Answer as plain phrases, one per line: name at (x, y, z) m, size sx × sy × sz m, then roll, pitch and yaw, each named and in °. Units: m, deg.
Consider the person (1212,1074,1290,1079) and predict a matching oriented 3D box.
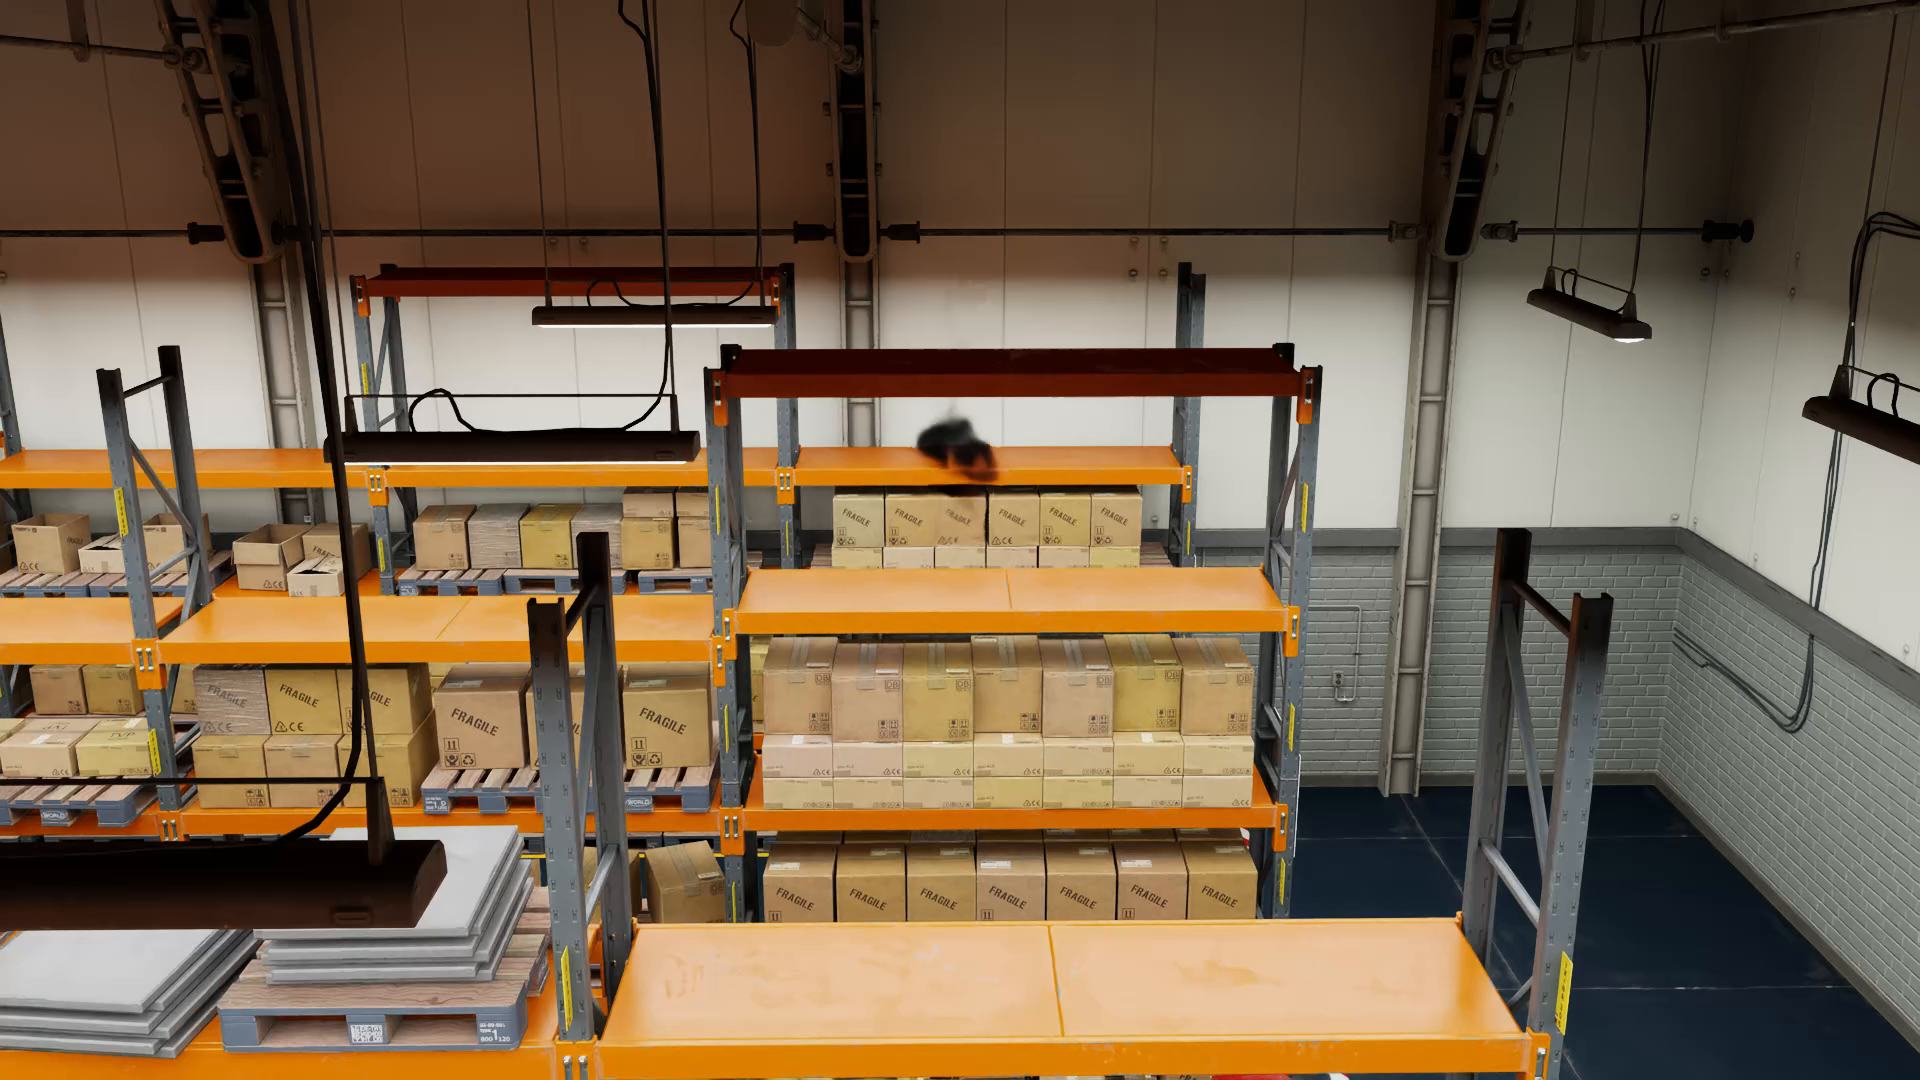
person at (1.902, 4.122, 11.350) m, size 0.756 × 1.724 × 0.667 m, roll -6°, pitch 17°, yaw -20°
